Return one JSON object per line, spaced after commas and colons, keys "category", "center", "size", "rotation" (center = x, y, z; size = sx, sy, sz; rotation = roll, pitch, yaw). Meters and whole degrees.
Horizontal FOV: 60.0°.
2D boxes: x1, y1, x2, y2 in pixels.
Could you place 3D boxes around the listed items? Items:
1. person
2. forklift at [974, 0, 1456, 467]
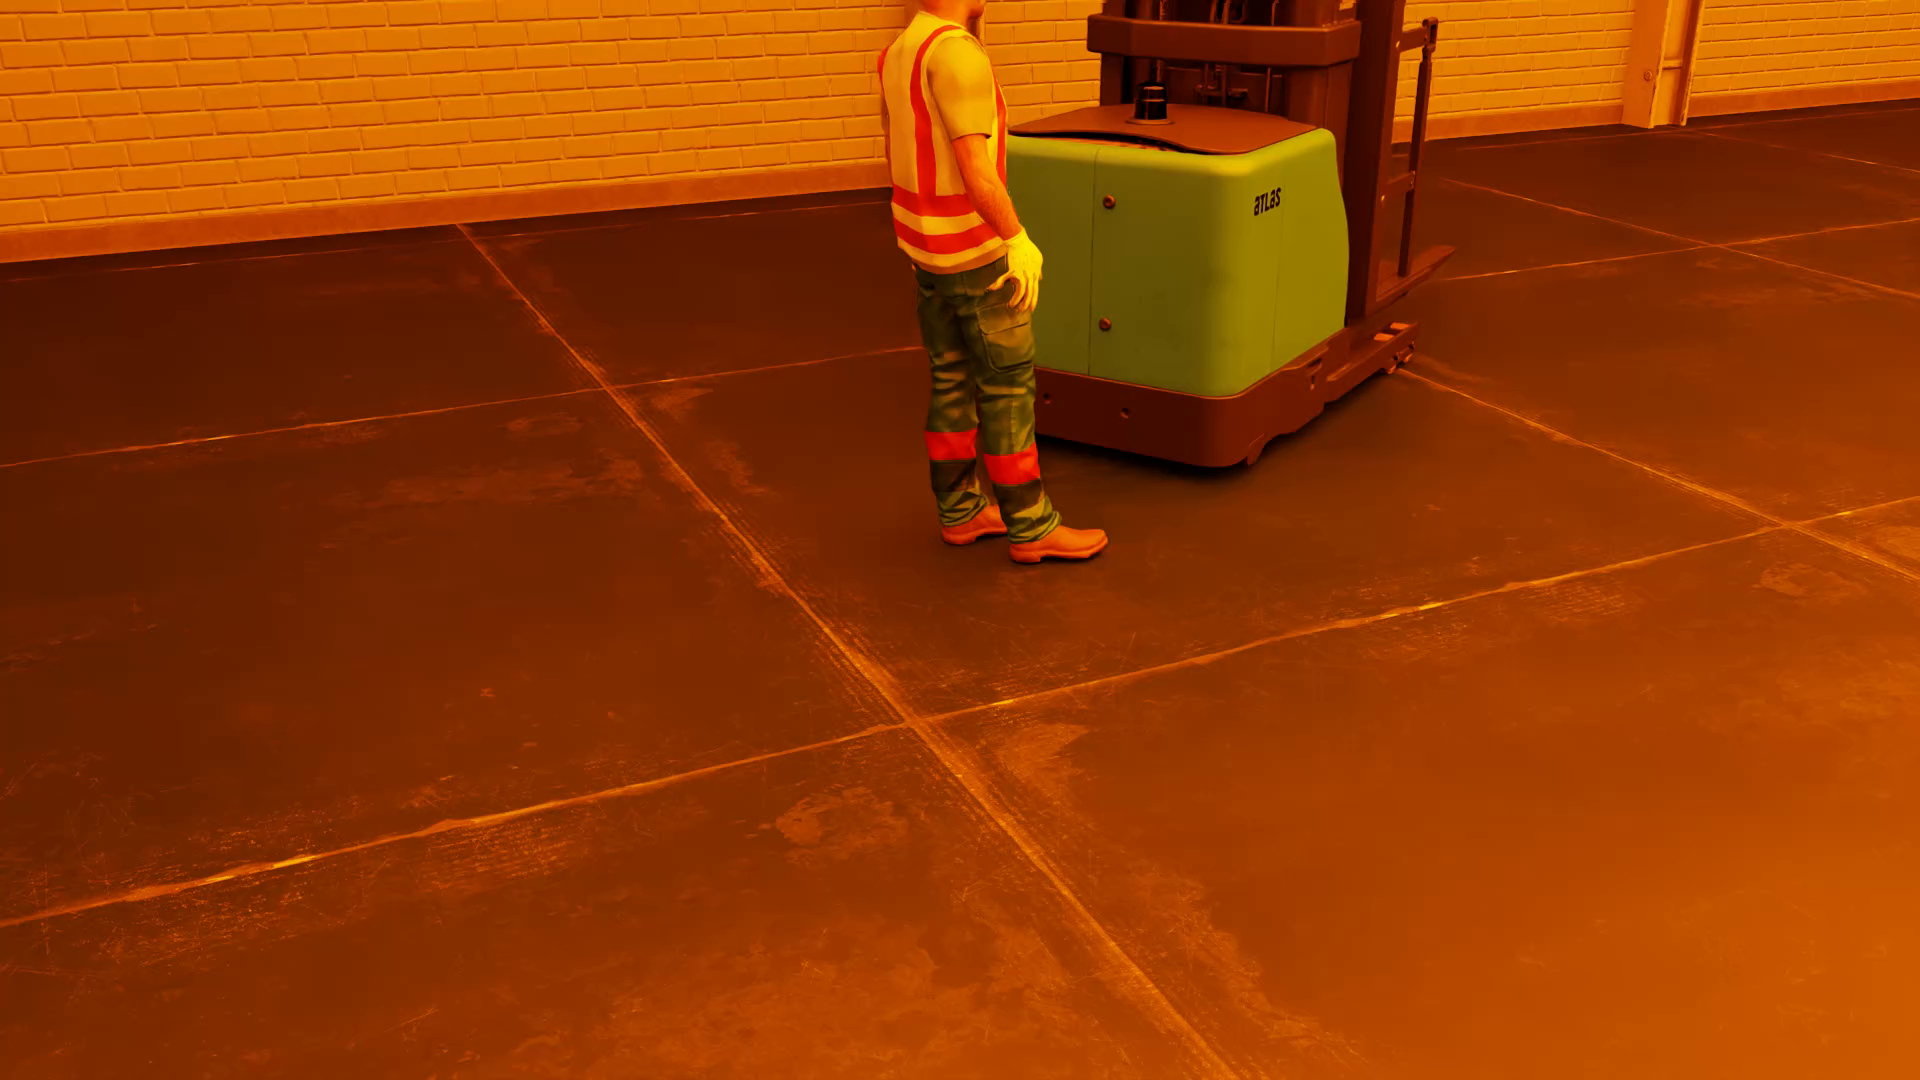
{"category": "person", "center": [0.074, -0.844, 4.797], "size": [0.560, 1.789, 0.668], "rotation": [-10, 25, -23]}
{"category": "forklift", "center": [1.243, -2.108, 6.362], "size": [1.130, 2.935, 3.031], "rotation": [14, 26, 30]}
